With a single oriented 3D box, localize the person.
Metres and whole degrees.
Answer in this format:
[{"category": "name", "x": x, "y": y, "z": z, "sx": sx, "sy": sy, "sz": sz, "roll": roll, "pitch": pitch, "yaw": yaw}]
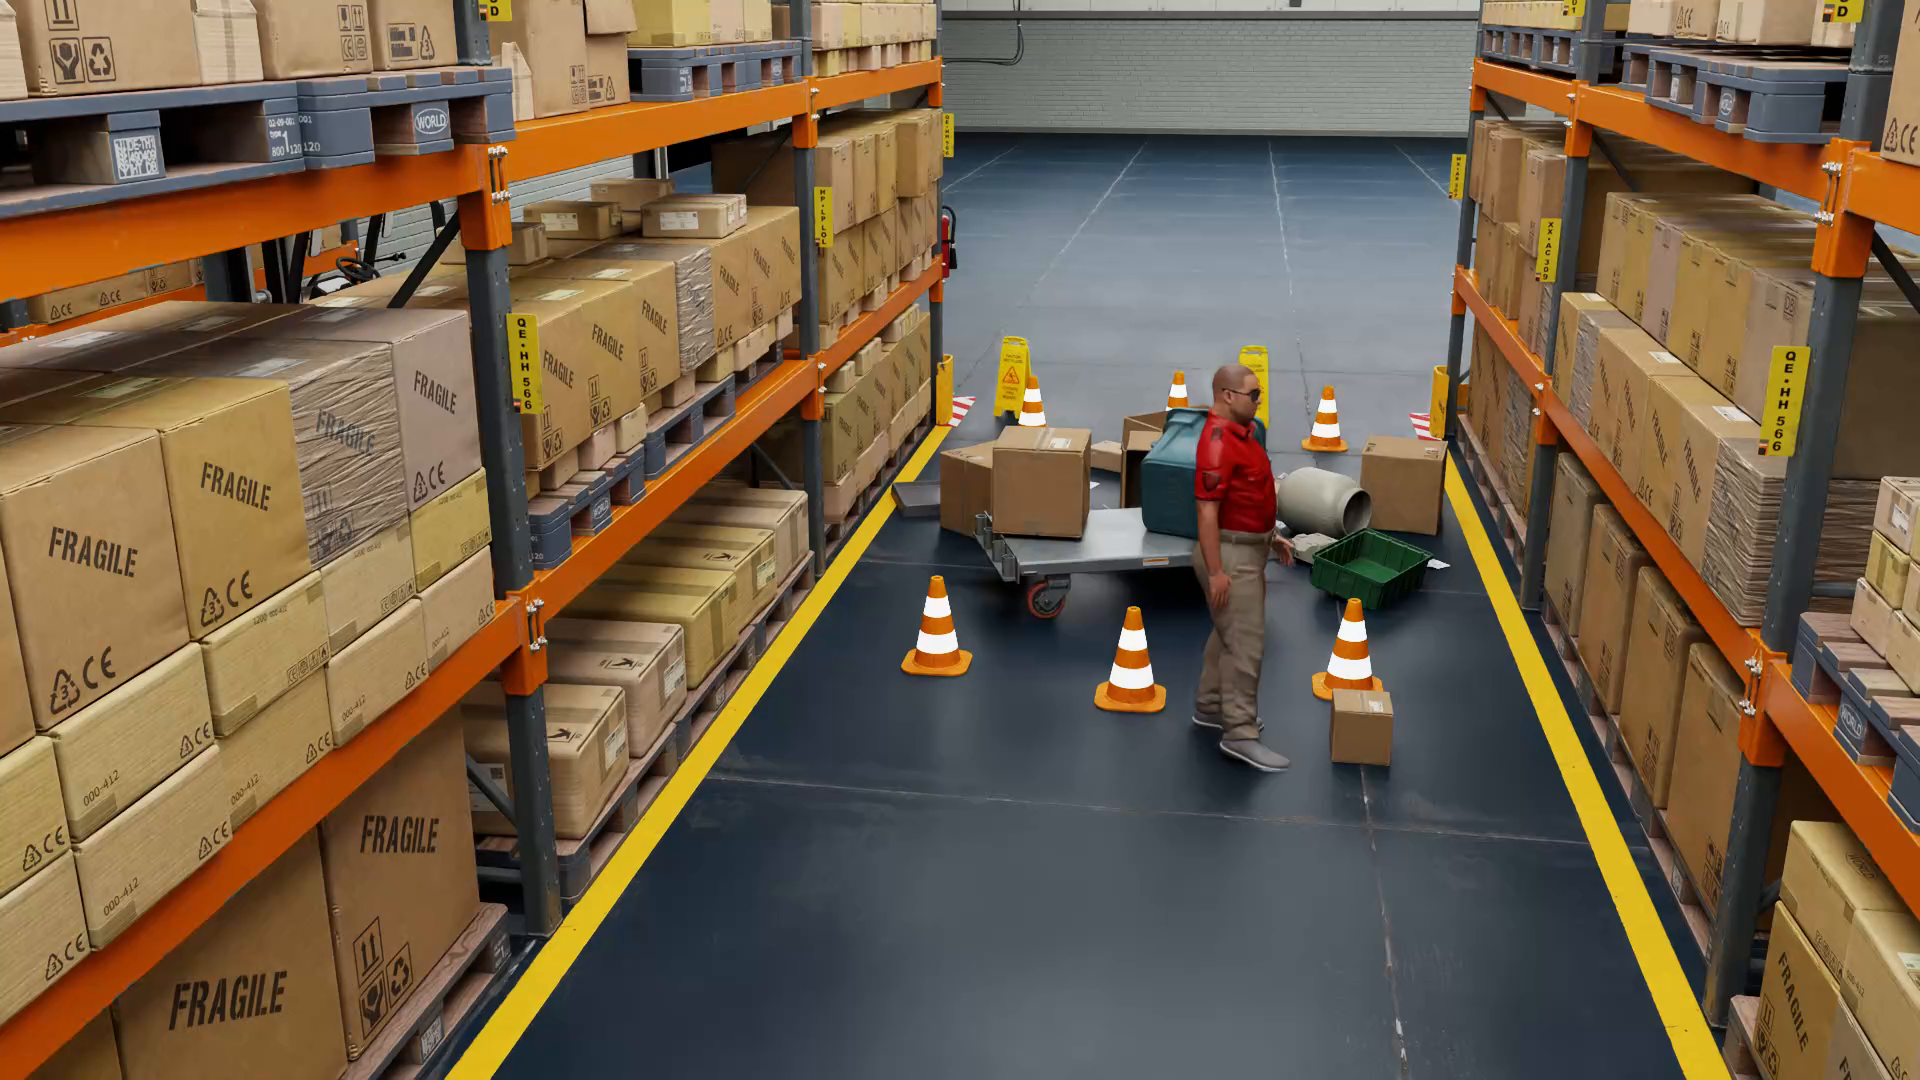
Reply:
[{"category": "person", "x": 1.272, "y": 0.101, "z": 7.268, "sx": 0.491, "sy": 1.758, "sz": 0.579, "roll": 5, "pitch": 19, "yaw": 16}]
